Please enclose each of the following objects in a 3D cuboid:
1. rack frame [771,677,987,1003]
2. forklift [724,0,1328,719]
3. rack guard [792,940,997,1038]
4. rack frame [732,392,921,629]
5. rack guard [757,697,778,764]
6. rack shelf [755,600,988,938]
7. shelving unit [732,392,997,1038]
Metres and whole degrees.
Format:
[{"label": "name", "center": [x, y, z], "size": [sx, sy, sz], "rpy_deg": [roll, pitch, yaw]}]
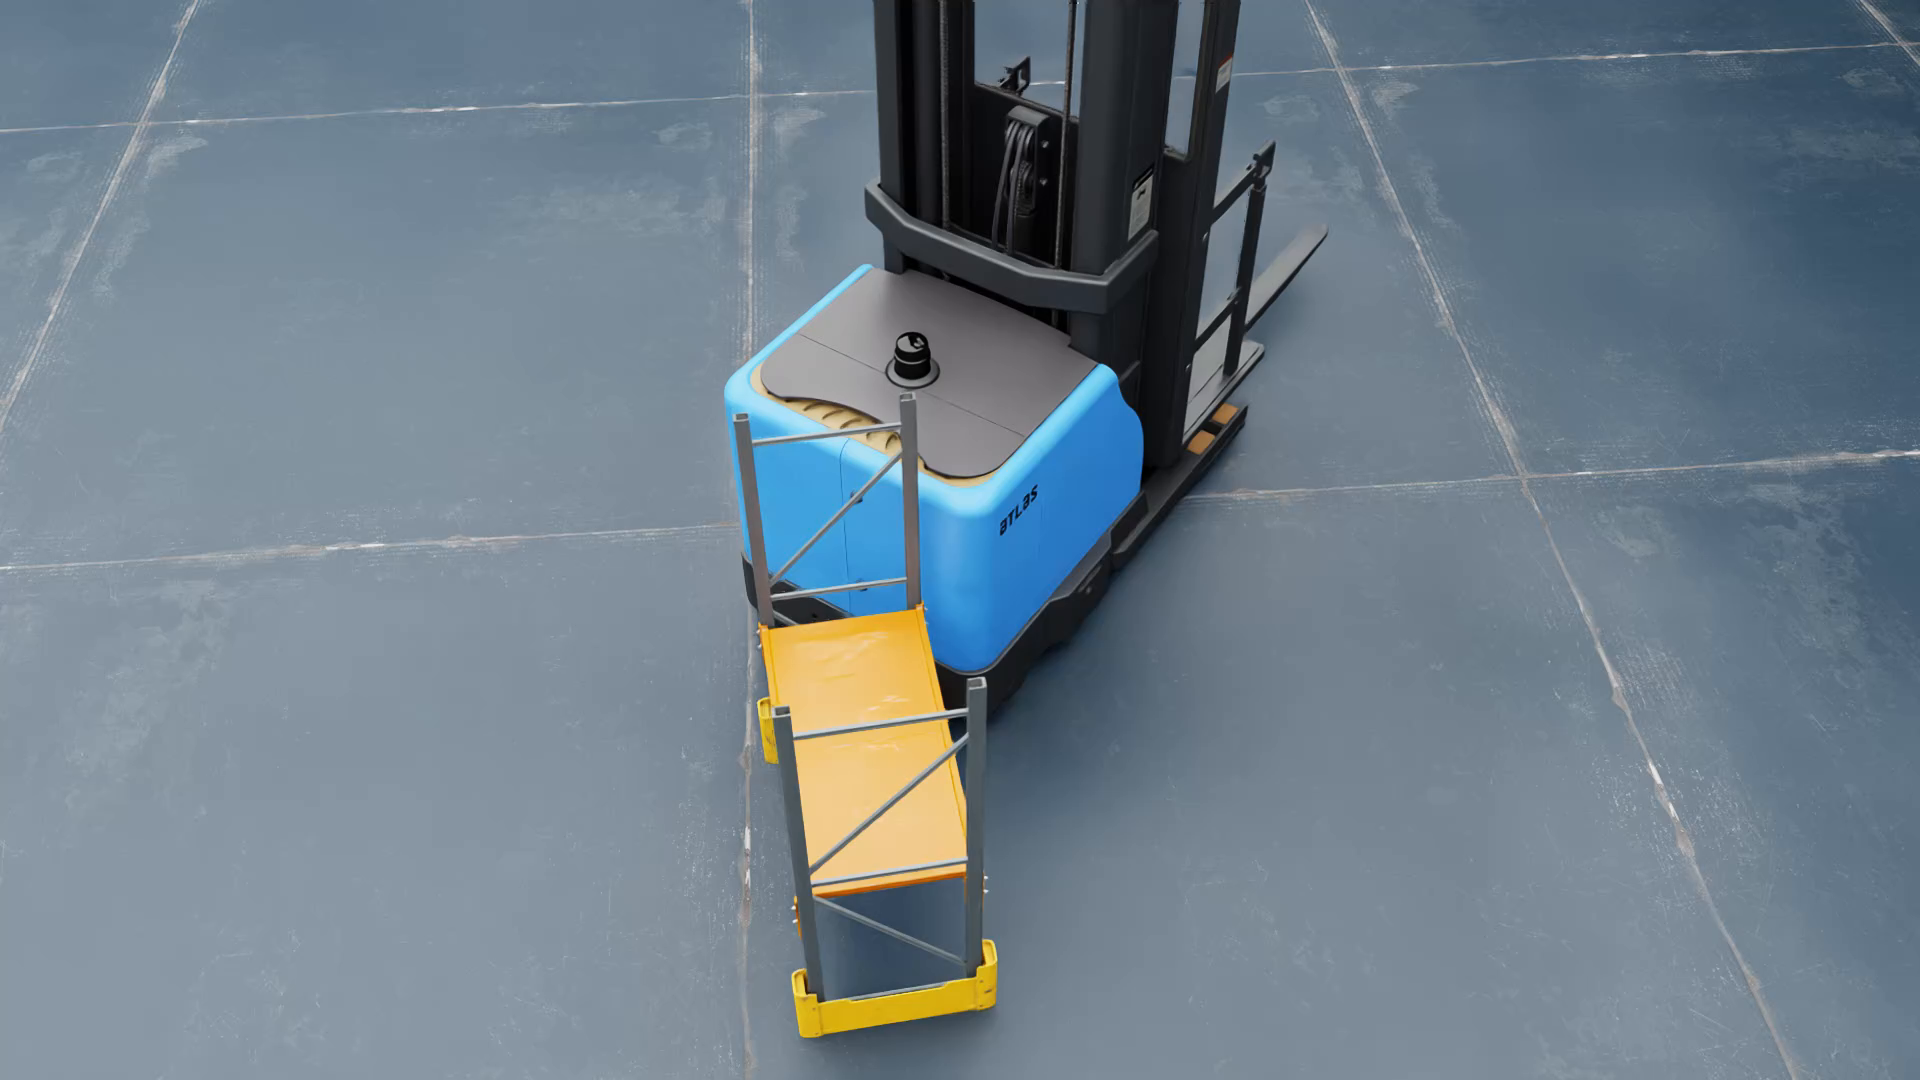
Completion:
[{"label": "rack frame", "center": [-0.186, 0.878, 4.385], "size": [0.500, 1.500, 0.032], "rpy_deg": [-8, 47, -7]}, {"label": "forklift", "center": [0.478, -1.448, 5.603], "size": [1.130, 2.935, 3.031], "rpy_deg": [26, 52, 23]}, {"label": "rack guard", "center": [-0.186, 1.307, 4.840], "size": [0.587, 0.250, 0.087], "rpy_deg": [-8, 47, -7]}, {"label": "rack frame", "center": [-0.369, 0.152, 5.073], "size": [0.500, 1.500, 0.032], "rpy_deg": [-8, 47, -7]}, {"label": "rack guard", "center": [-0.365, 0.596, 5.514], "size": [0.587, 0.250, 0.087], "rpy_deg": [-8, 47, -7]}, {"label": "rack shelf", "center": [-0.277, 0.639, 4.860], "size": [0.538, 0.185, 1.000], "rpy_deg": [-8, 47, -7]}, {"label": "shelving unit", "center": [-0.276, 0.522, 4.723], "size": [0.587, 1.500, 1.083], "rpy_deg": [-8, 47, -7]}]
